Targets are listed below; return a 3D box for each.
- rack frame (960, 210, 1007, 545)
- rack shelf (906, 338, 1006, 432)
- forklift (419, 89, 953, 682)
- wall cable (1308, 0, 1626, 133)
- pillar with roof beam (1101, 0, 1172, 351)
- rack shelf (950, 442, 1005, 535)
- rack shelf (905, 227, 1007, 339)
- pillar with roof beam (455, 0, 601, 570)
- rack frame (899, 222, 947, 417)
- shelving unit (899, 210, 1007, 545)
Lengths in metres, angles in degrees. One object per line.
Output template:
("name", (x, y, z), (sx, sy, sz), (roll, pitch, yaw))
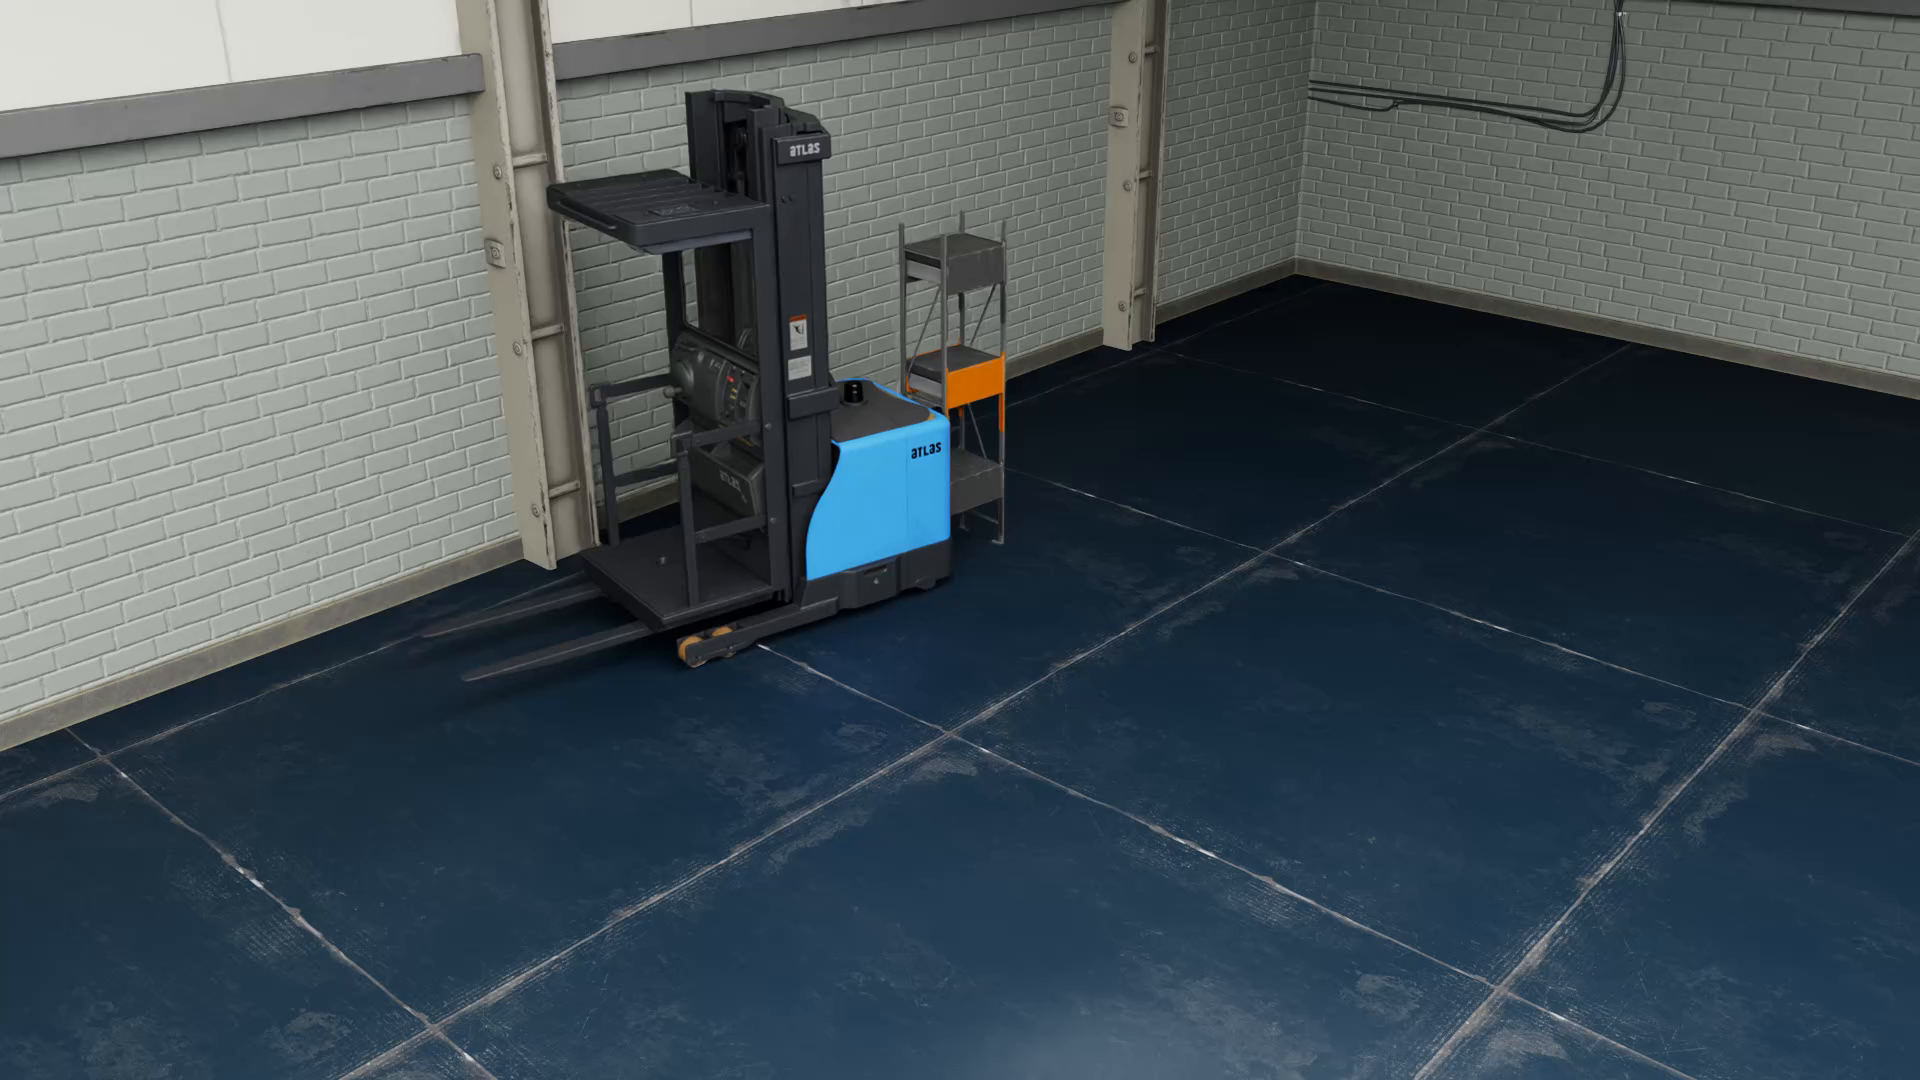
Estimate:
("rack frame", (0.139, -0.985, 10.379), (0.015, 2.100, 0.400), (-21, 31, -38))
("rack shelf", (-0.040, -0.904, 10.233), (0.480, 0.518, 0.431), (-21, 31, -38))
("forklift", (-1.533, -0.880, 9.130), (3.031, 2.935, 1.130), (-17, 29, -33))
("wall cable", (4.425, -4.967, 14.625), (3.097, 2.526, 0.112), (20, 31, 38))
("pillar with roof beam", (4.680, -4.672, 10.171), (9.100, 9.000, 0.400), (20, 31, 38))
("rack shelf", (-0.040, -0.265, 10.520), (0.480, 0.518, 0.431), (-21, 31, -38))
("rack shelf", (-0.040, -1.543, 9.947), (0.480, 0.518, 0.431), (-21, 31, -38))
("pillar with roof beam", (0.676, -2.844, 6.094), (9.100, 9.000, 0.400), (20, 31, 38))
("rack frame", (-0.218, -0.848, 10.076), (0.015, 2.100, 0.400), (-21, 31, -38))
("shelving unit", (-0.040, -0.916, 10.228), (0.503, 2.100, 0.431), (-21, 31, -38))
